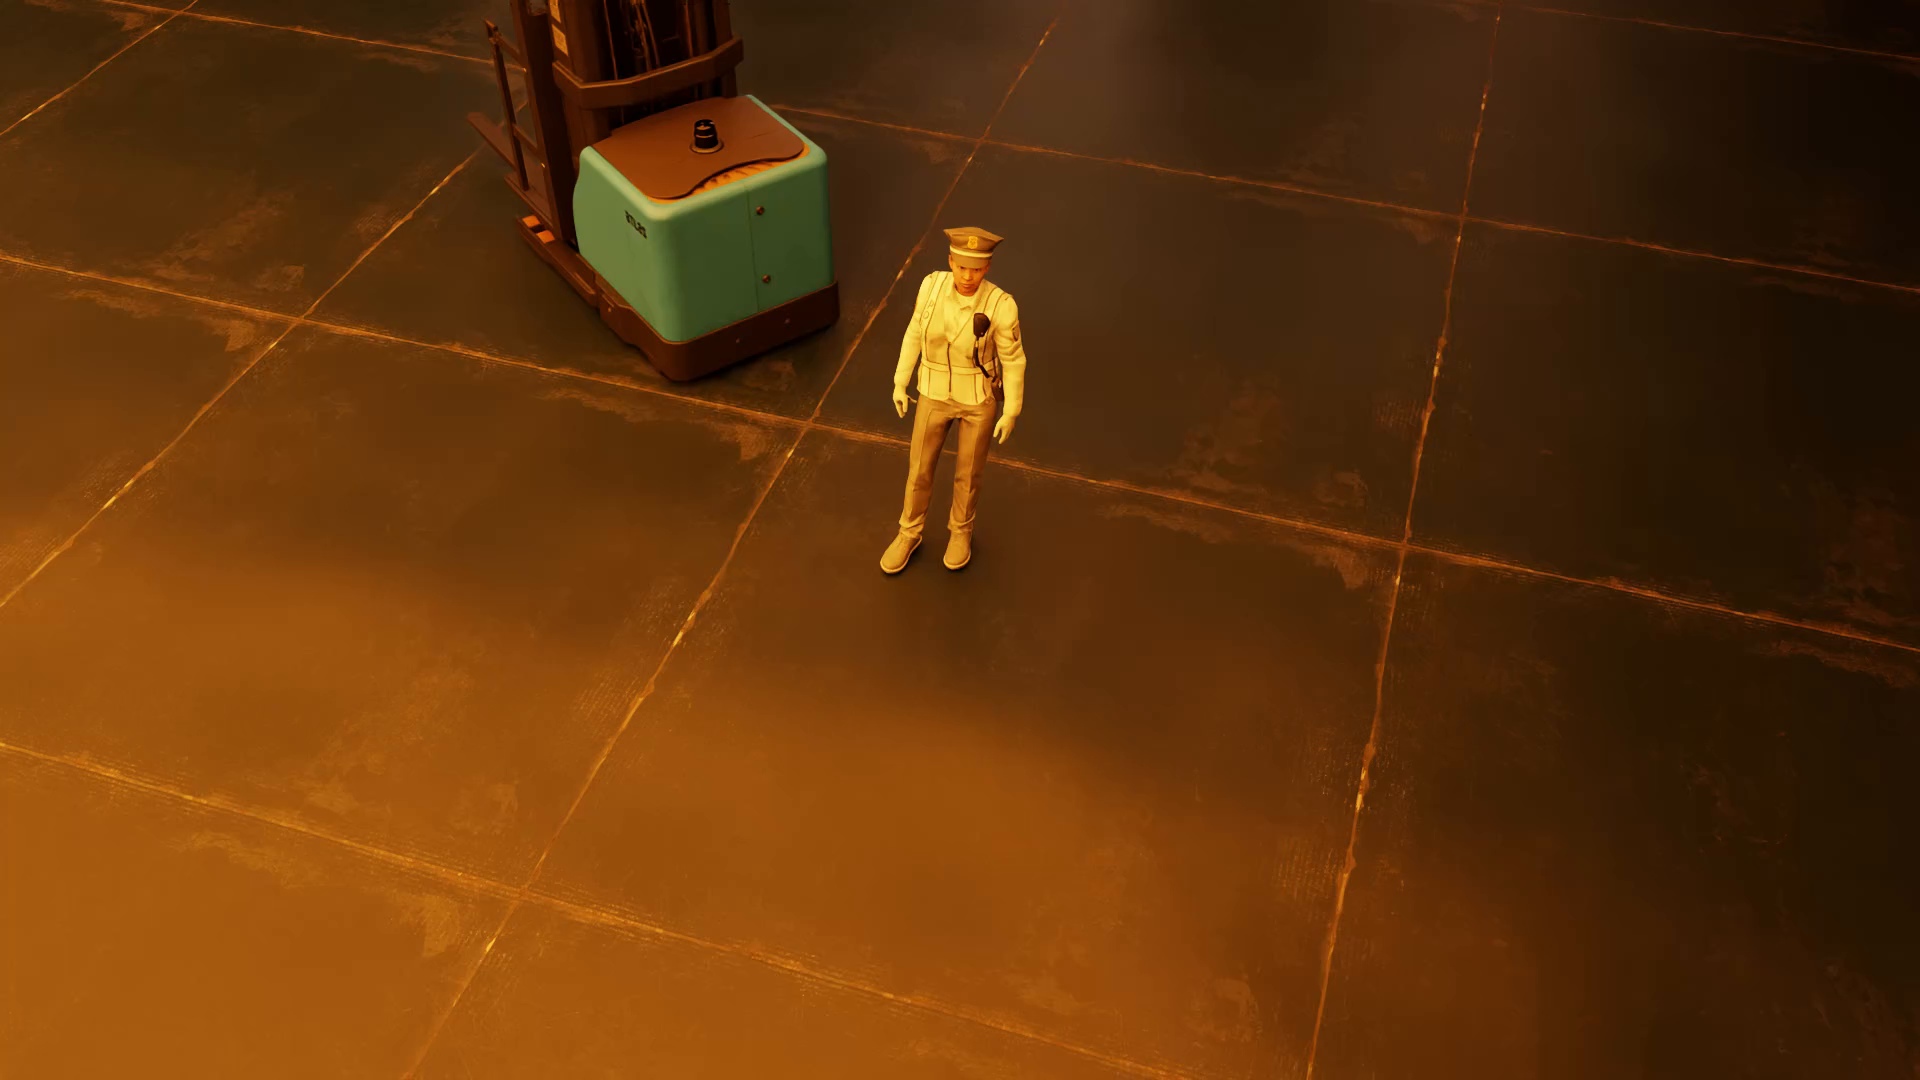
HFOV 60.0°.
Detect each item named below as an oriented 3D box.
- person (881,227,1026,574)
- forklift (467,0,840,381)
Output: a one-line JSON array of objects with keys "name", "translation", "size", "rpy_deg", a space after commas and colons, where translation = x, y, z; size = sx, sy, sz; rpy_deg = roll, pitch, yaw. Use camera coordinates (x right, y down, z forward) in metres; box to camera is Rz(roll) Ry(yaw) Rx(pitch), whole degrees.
[{"name": "person", "translation": [-0.028, -0.582, 7.212], "size": [0.587, 1.694, 0.530], "rpy_deg": [12, 44, 13]}, {"name": "forklift", "translation": [-1.921, -2.859, 8.762], "size": [1.130, 2.935, 3.031], "rpy_deg": [-26, 49, -25]}]
